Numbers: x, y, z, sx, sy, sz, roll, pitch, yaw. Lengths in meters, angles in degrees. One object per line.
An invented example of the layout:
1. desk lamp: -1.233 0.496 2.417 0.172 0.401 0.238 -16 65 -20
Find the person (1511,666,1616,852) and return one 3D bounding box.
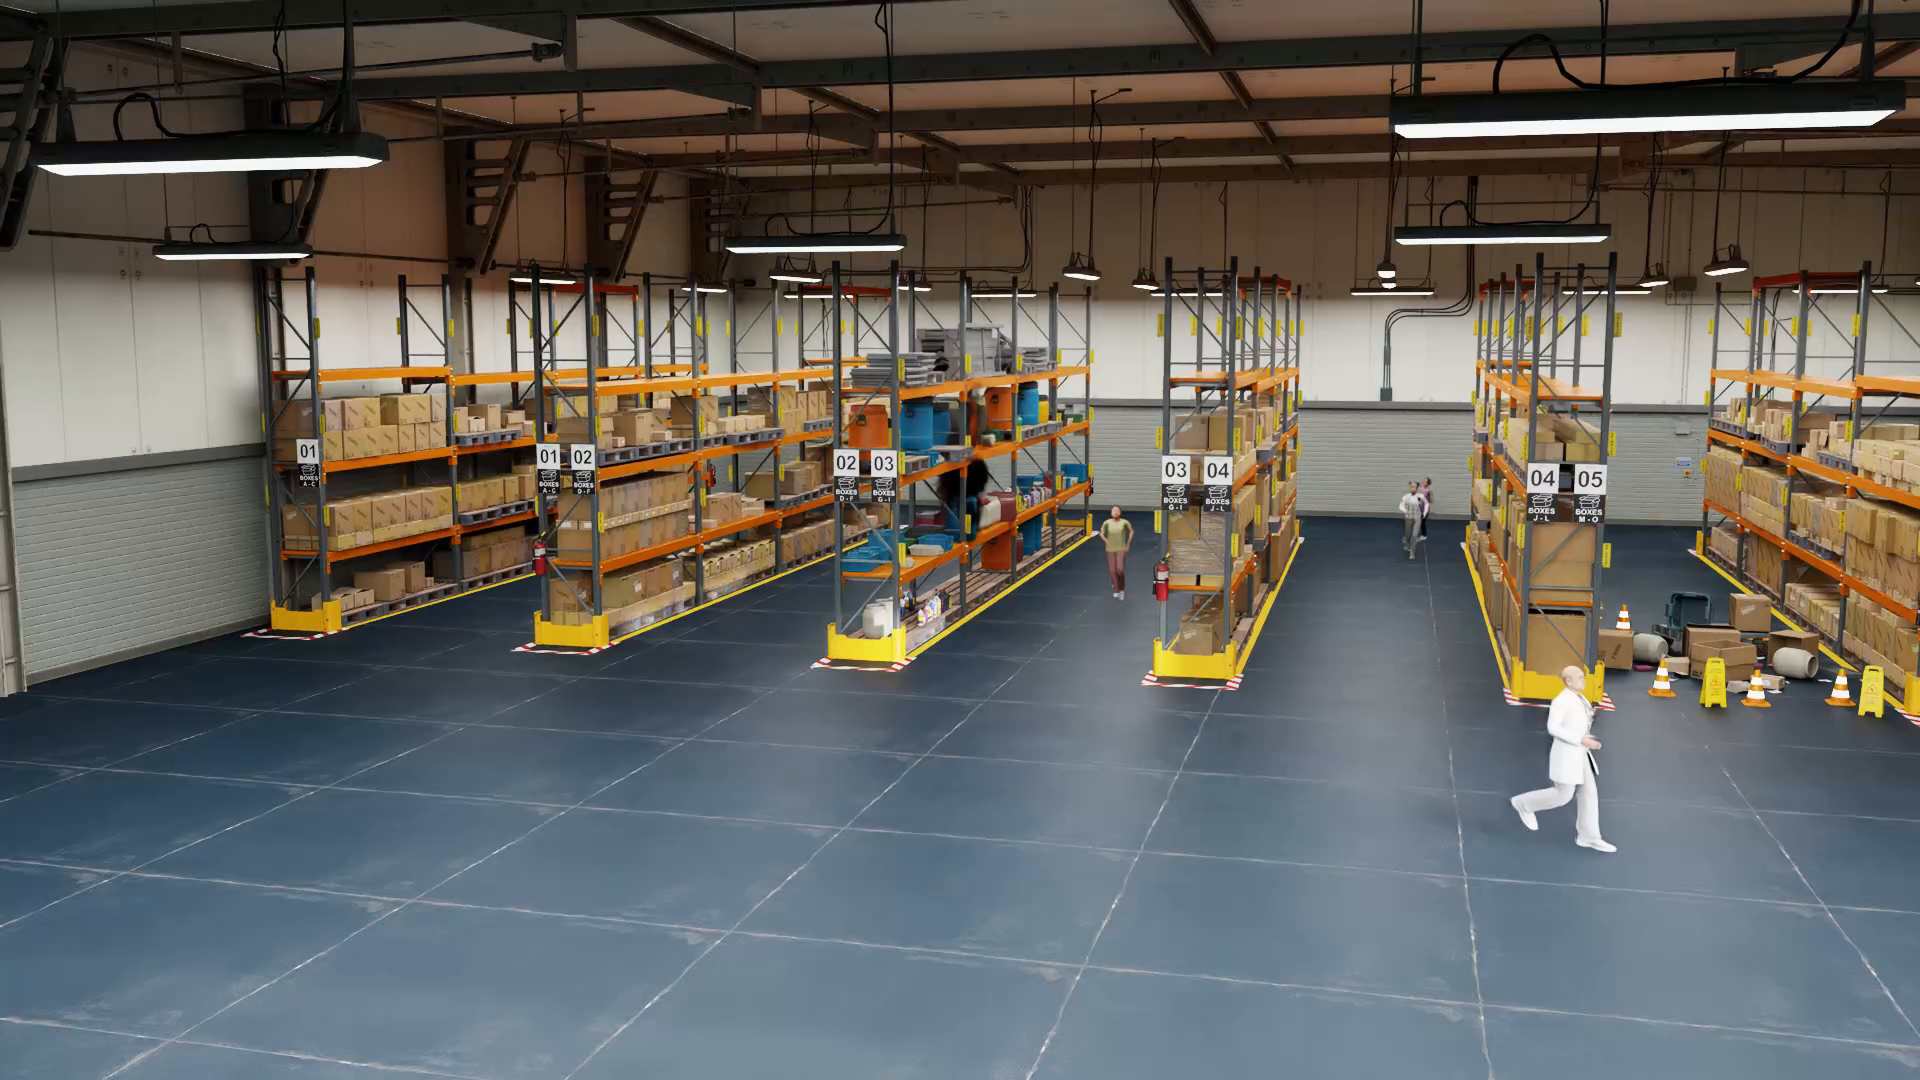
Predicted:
1. person: 5.888 2.090 16.126 1.018 1.767 0.709 7 10 43

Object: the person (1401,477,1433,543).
1. person: 10.826 -0.704 38.971 0.693 1.564 0.684 -6 10 -41

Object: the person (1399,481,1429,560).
1. person: 9.956 -0.453 36.486 0.624 1.703 0.918 3 8 19

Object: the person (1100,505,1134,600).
1. person: 2.719 0.221 29.070 0.576 1.687 0.583 2 7 12
